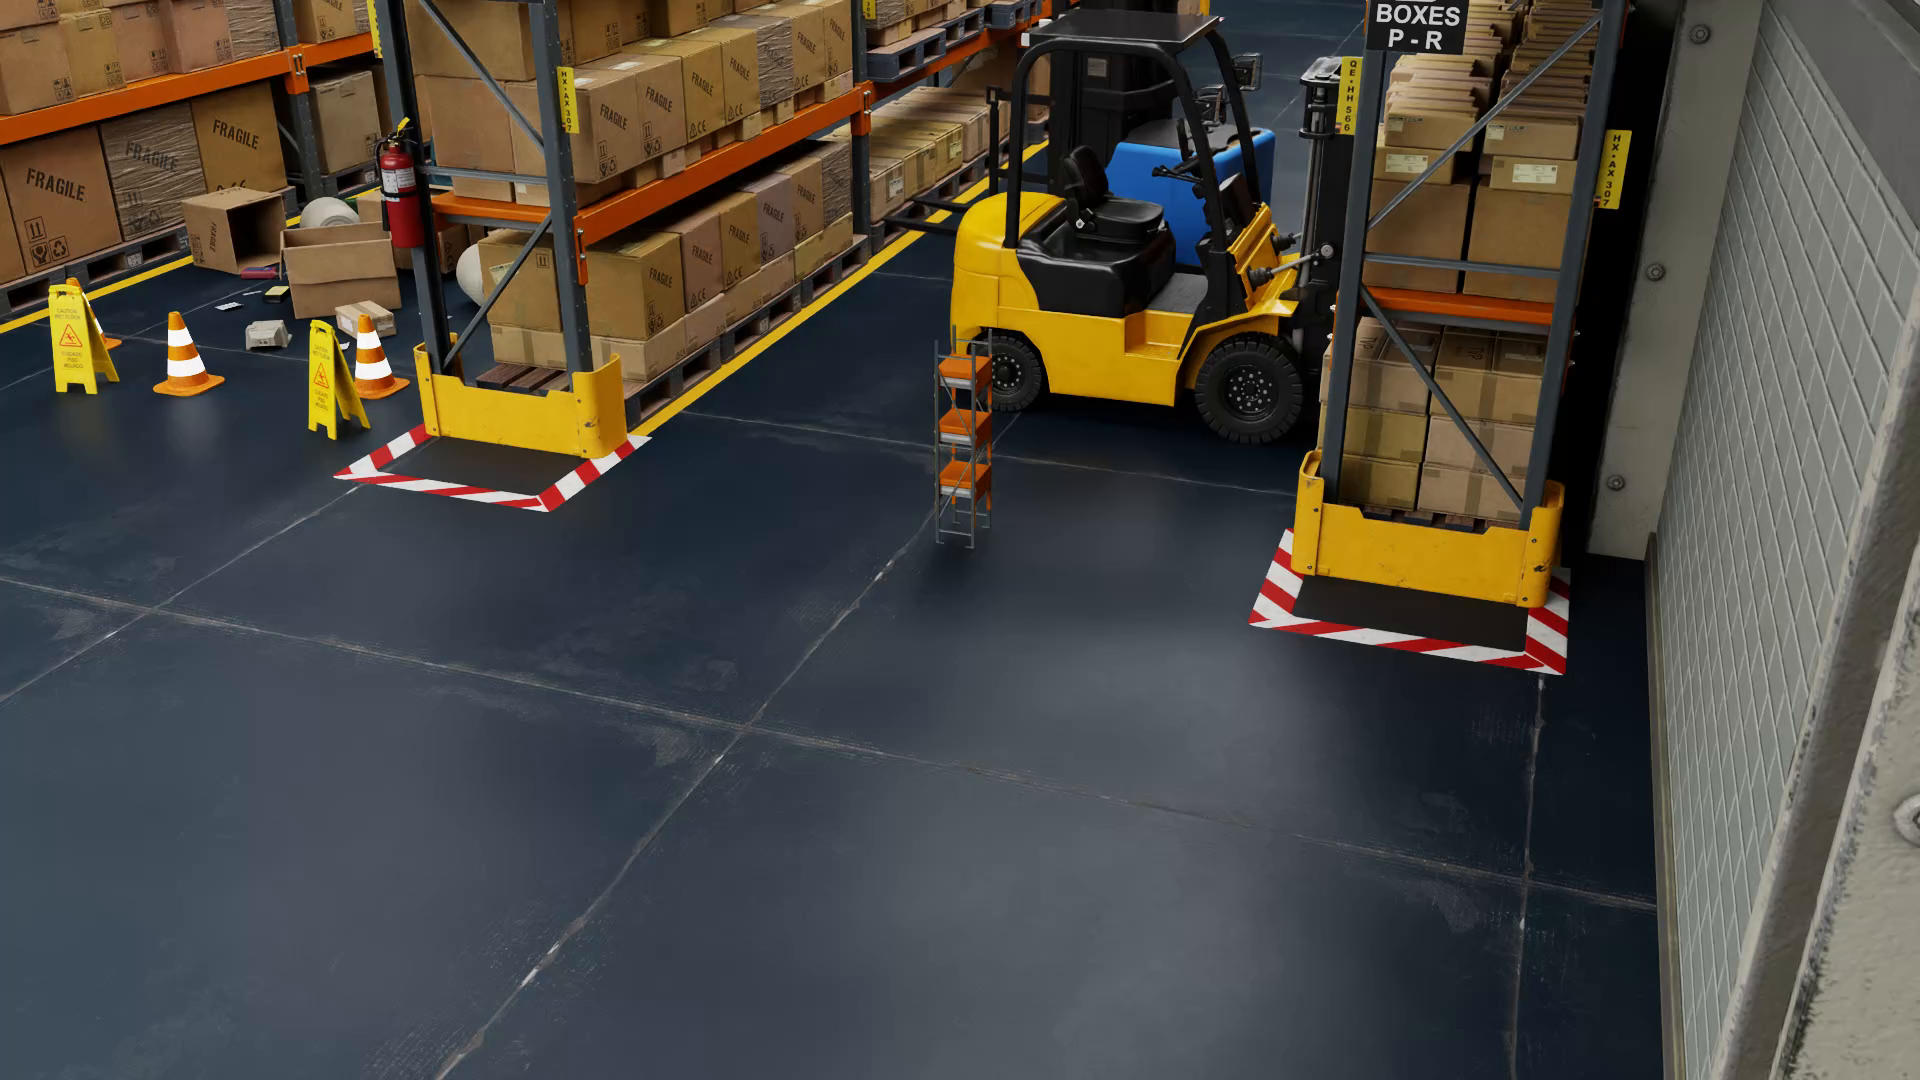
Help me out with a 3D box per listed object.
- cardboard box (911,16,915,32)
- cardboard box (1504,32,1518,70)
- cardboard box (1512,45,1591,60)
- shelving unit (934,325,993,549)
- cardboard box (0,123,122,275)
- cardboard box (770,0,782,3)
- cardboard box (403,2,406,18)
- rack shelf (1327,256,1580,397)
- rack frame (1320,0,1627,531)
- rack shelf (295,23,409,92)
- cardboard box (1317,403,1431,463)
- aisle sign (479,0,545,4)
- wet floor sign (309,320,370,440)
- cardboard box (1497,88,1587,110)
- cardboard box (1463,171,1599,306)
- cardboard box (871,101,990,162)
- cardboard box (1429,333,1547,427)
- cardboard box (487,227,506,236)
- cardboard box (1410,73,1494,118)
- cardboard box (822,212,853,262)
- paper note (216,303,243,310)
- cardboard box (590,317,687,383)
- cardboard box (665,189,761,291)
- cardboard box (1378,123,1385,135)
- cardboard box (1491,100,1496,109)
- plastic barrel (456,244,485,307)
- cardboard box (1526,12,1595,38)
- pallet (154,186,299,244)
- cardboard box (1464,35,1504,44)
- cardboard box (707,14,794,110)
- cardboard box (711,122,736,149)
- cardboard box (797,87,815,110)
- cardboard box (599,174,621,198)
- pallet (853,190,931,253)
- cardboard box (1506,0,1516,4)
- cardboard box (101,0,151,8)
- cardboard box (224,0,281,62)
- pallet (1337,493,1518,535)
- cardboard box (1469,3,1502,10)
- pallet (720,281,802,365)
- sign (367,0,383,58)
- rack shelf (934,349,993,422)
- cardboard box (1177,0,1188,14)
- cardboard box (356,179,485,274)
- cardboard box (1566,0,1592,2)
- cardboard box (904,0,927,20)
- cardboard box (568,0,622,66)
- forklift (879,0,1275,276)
[{"bbox_3d":[-0.571,-4.043,12.965,0.380,0.149,0.250,11,28,21],"label":"cardboard box"},{"bbox_3d":[3.438,-3.235,11.088,0.500,0.250,0.500,8,27,16],"label":"cardboard box"},{"bbox_3d":[3.124,-2.514,8.799,0.380,0.149,0.250,10,27,19],"label":"cardboard box"},{"bbox_3d":[0.018,-0.495,8.067,0.215,1.050,0.252,9,27,17],"label":"shelving unit"},{"bbox_3d":[-6.745,-2.473,11.871,0.875,0.875,0.875,8,27,17],"label":"cardboard box"},{"bbox_3d":[-1.517,-4.037,11.542,0.700,0.500,0.500,8,27,17],"label":"cardboard box"},{"bbox_3d":[-5.103,-4.868,14.748,0.500,0.500,0.500,9,27,17],"label":"cardboard box"},{"bbox_3d":[2.850,-1.693,9.131,1.077,0.370,4.000,9,27,17],"label":"rack shelf"},{"bbox_3d":[2.185,-1.195,7.276,1.000,3.000,0.127,9,27,17],"label":"rack frame"},{"bbox_3d":[-5.202,-4.732,15.406,1.077,0.370,4.000,9,27,17],"label":"rack shelf"},{"bbox_3d":[2.052,-0.617,8.182,0.500,0.250,0.500,8,27,17],"label":"cardboard box"},{"bbox_3d":[-2.226,-3.013,8.048,0.394,0.787,0.004,9,27,17],"label":"aisle sign"},{"bbox_3d":[-3.570,-0.931,9.432,0.267,0.644,0.232,20,32,35],"label":"wet floor sign"},{"bbox_3d":[2.691,-1.986,7.710,0.380,0.149,0.250,9,27,18],"label":"cardboard box"},{"bbox_3d":[2.612,-1.403,7.592,0.500,0.500,0.500,10,27,19],"label":"cardboard box"},{"bbox_3d":[-0.270,-3.672,14.926,0.950,0.372,0.625,8,27,16],"label":"cardboard box"},{"bbox_3d":[2.523,-0.767,7.917,0.500,0.250,0.500,8,27,17],"label":"cardboard box"},{"bbox_3d":[-3.461,-2.303,12.702,0.258,0.266,0.396,-9,27,-18],"label":"cardboard box"},{"bbox_3d":[2.373,-2.153,8.053,0.380,0.149,0.250,9,27,18],"label":"cardboard box"},{"bbox_3d":[-1.109,-2.227,12.080,0.500,0.250,0.500,10,28,20],"label":"cardboard box"},{"bbox_3d":[-5.090,-1.634,11.591,0.144,0.017,0.142,20,32,35],"label":"paper note"},{"bbox_3d":[-1.968,-1.156,9.869,0.500,0.250,0.500,9,27,17],"label":"cardboard box"},{"bbox_3d":[-1.616,-1.924,10.595,0.500,0.500,0.500,9,27,18],"label":"cardboard box"},{"bbox_3d":[2.093,-1.825,7.717,0.380,0.149,0.250,9,27,18],"label":"cardboard box"},{"bbox_3d":[2.609,-2.111,9.053,0.500,0.500,0.500,9,27,18],"label":"cardboard box"},{"bbox_3d":[-3.238,-1.822,11.528,0.421,0.421,0.512,-14,29,-27],"label":"plastic barrel"},{"bbox_3d":[3.572,-3.038,9.881,0.380,0.149,0.250,8,27,16],"label":"cardboard box"},{"bbox_3d":[-6.195,-2.677,13.537,1.003,0.211,1.213,9,27,17],"label":"pallet"},{"bbox_3d":[2.776,-2.681,9.145,0.380,0.149,0.250,9,27,17],"label":"cardboard box"},{"bbox_3d":[-1.413,-3.091,10.736,0.500,0.500,0.500,10,27,19],"label":"cardboard box"},{"bbox_3d":[-1.624,-2.543,10.349,0.380,0.149,0.250,8,27,16],"label":"cardboard box"},{"bbox_3d":[-1.223,-3.068,11.434,0.380,0.149,0.250,9,27,18],"label":"cardboard box"},{"bbox_3d":[-2.119,-2.016,9.260,0.380,0.149,0.250,9,27,18],"label":"cardboard box"},{"bbox_3d":[-0.908,-2.622,13.424,1.003,0.211,1.213,9,27,17],"label":"pallet"},{"bbox_3d":[3.729,-3.776,11.748,0.380,0.149,0.250,8,27,16],"label":"cardboard box"},{"bbox_3d":[-6.406,-4.196,12.062,0.875,0.550,0.550,9,27,17],"label":"cardboard box"},{"bbox_3d":[-5.979,-4.148,13.202,0.875,0.550,0.550,9,27,17],"label":"cardboard box"},{"bbox_3d":[2.400,-0.260,8.546,1.003,0.211,1.213,9,27,17],"label":"pallet"},{"bbox_3d":[3.130,-3.222,10.262,0.380,0.149,0.250,9,27,18],"label":"cardboard box"},{"bbox_3d":[-1.761,-1.518,11.143,1.003,0.211,1.213,9,27,17],"label":"pallet"},{"bbox_3d":[-3.014,-2.666,8.622,0.100,0.325,0.005,9,27,17],"label":"sign"},{"bbox_3d":[0.018,-0.740,7.948,0.215,0.259,0.240,9,27,17],"label":"rack shelf"},{"bbox_3d":[2.405,-6.861,21.437,0.875,0.438,0.875,9,27,19],"label":"cardboard box"},{"bbox_3d":[-3.997,-2.325,12.320,0.797,0.637,0.503,9,27,17],"label":"cardboard box"},{"bbox_3d":[4.230,-3.701,11.593,0.380,0.149,0.250,9,27,17],"label":"cardboard box"},{"bbox_3d":[-0.574,-4.282,12.714,0.500,0.500,0.500,9,27,18],"label":"cardboard box"},{"bbox_3d":[-2.358,-2.991,9.382,0.700,0.500,0.500,9,27,18],"label":"cardboard box"},{"bbox_3d":[0.727,-3.425,11.960,3.031,2.935,1.130,15,30,28],"label":"forklift"}]
